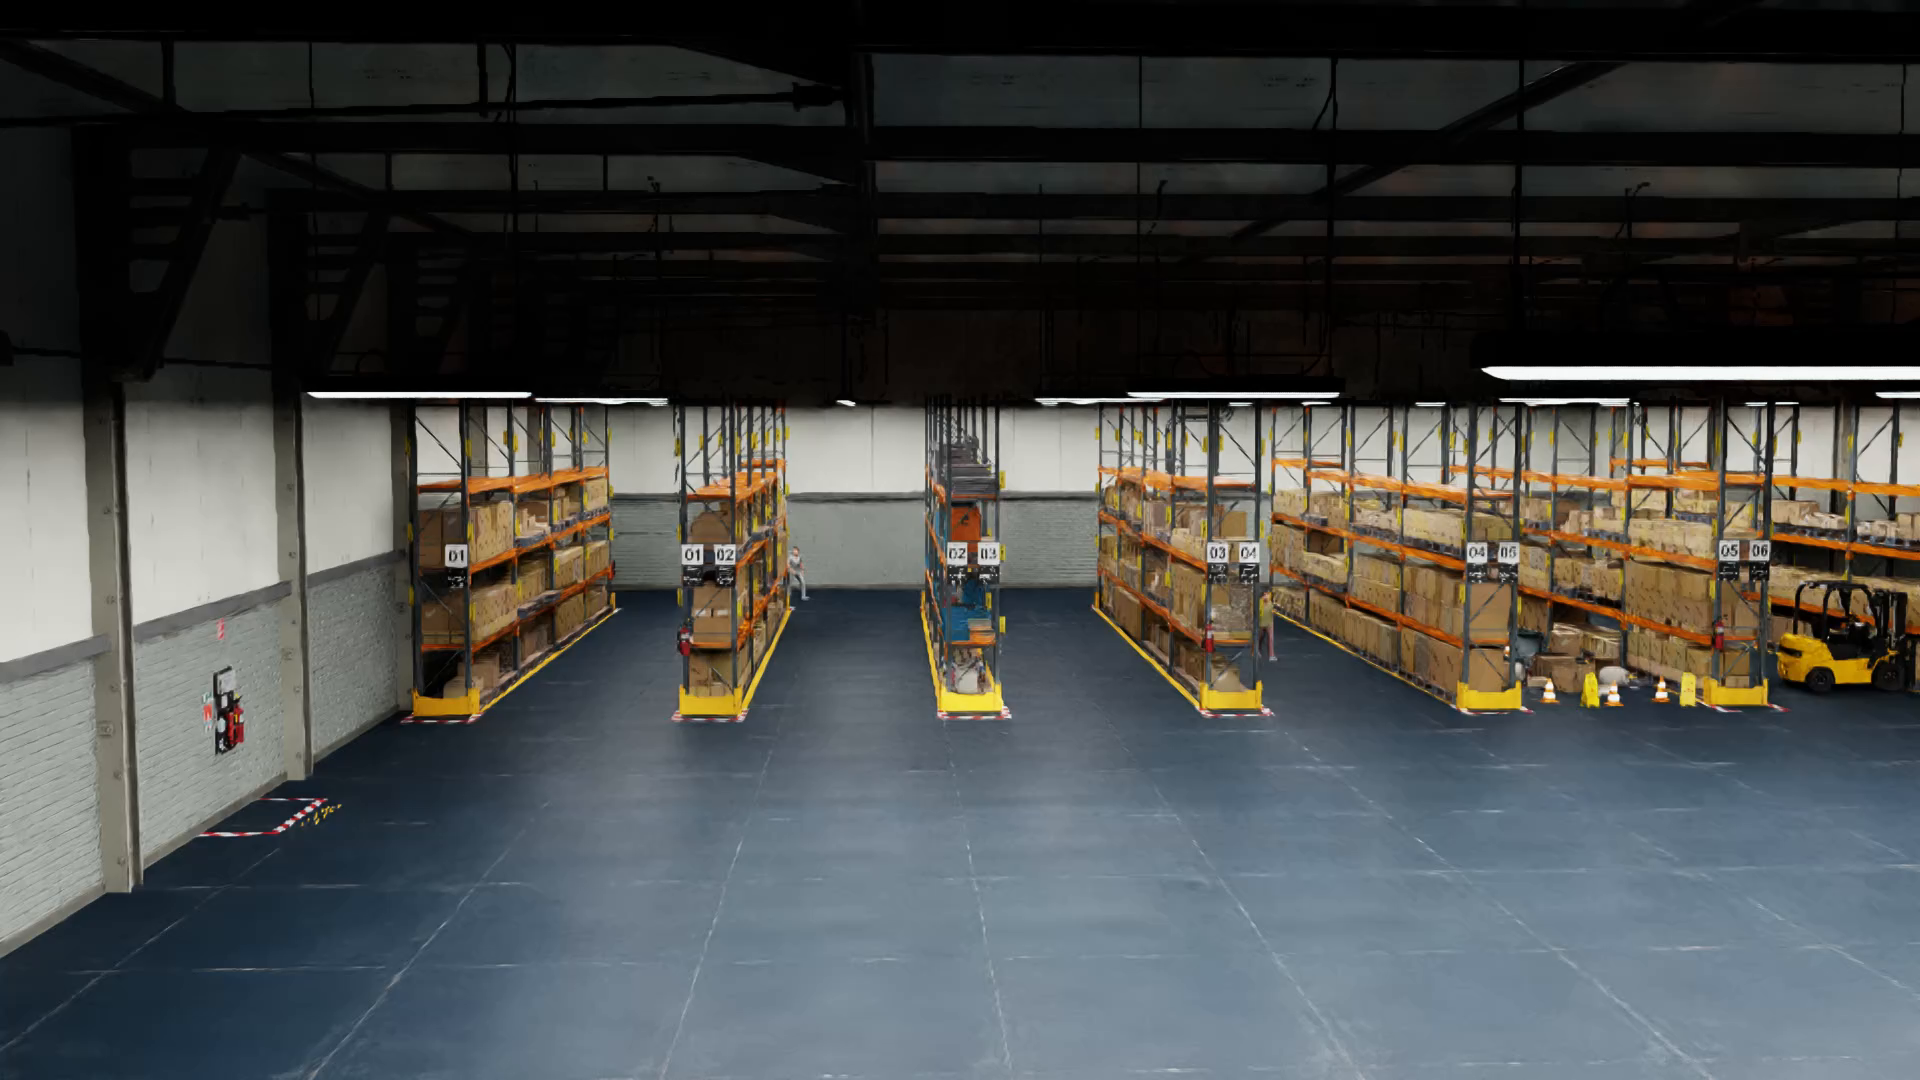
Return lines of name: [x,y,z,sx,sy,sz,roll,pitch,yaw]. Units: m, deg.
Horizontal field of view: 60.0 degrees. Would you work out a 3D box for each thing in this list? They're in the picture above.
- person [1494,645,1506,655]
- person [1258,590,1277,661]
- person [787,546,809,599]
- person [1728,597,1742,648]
person: [12.362,1.804,38.133,0.430,1.782,0.665,2,5,26]
person: [6.925,1.922,37.853,0.448,1.590,1.109,0,5,0]
person: [-4.928,0.973,49.859,0.604,1.603,0.812,-2,5,-21]
person: [16.607,2.013,35.747,0.501,1.758,0.588,2,5,28]
